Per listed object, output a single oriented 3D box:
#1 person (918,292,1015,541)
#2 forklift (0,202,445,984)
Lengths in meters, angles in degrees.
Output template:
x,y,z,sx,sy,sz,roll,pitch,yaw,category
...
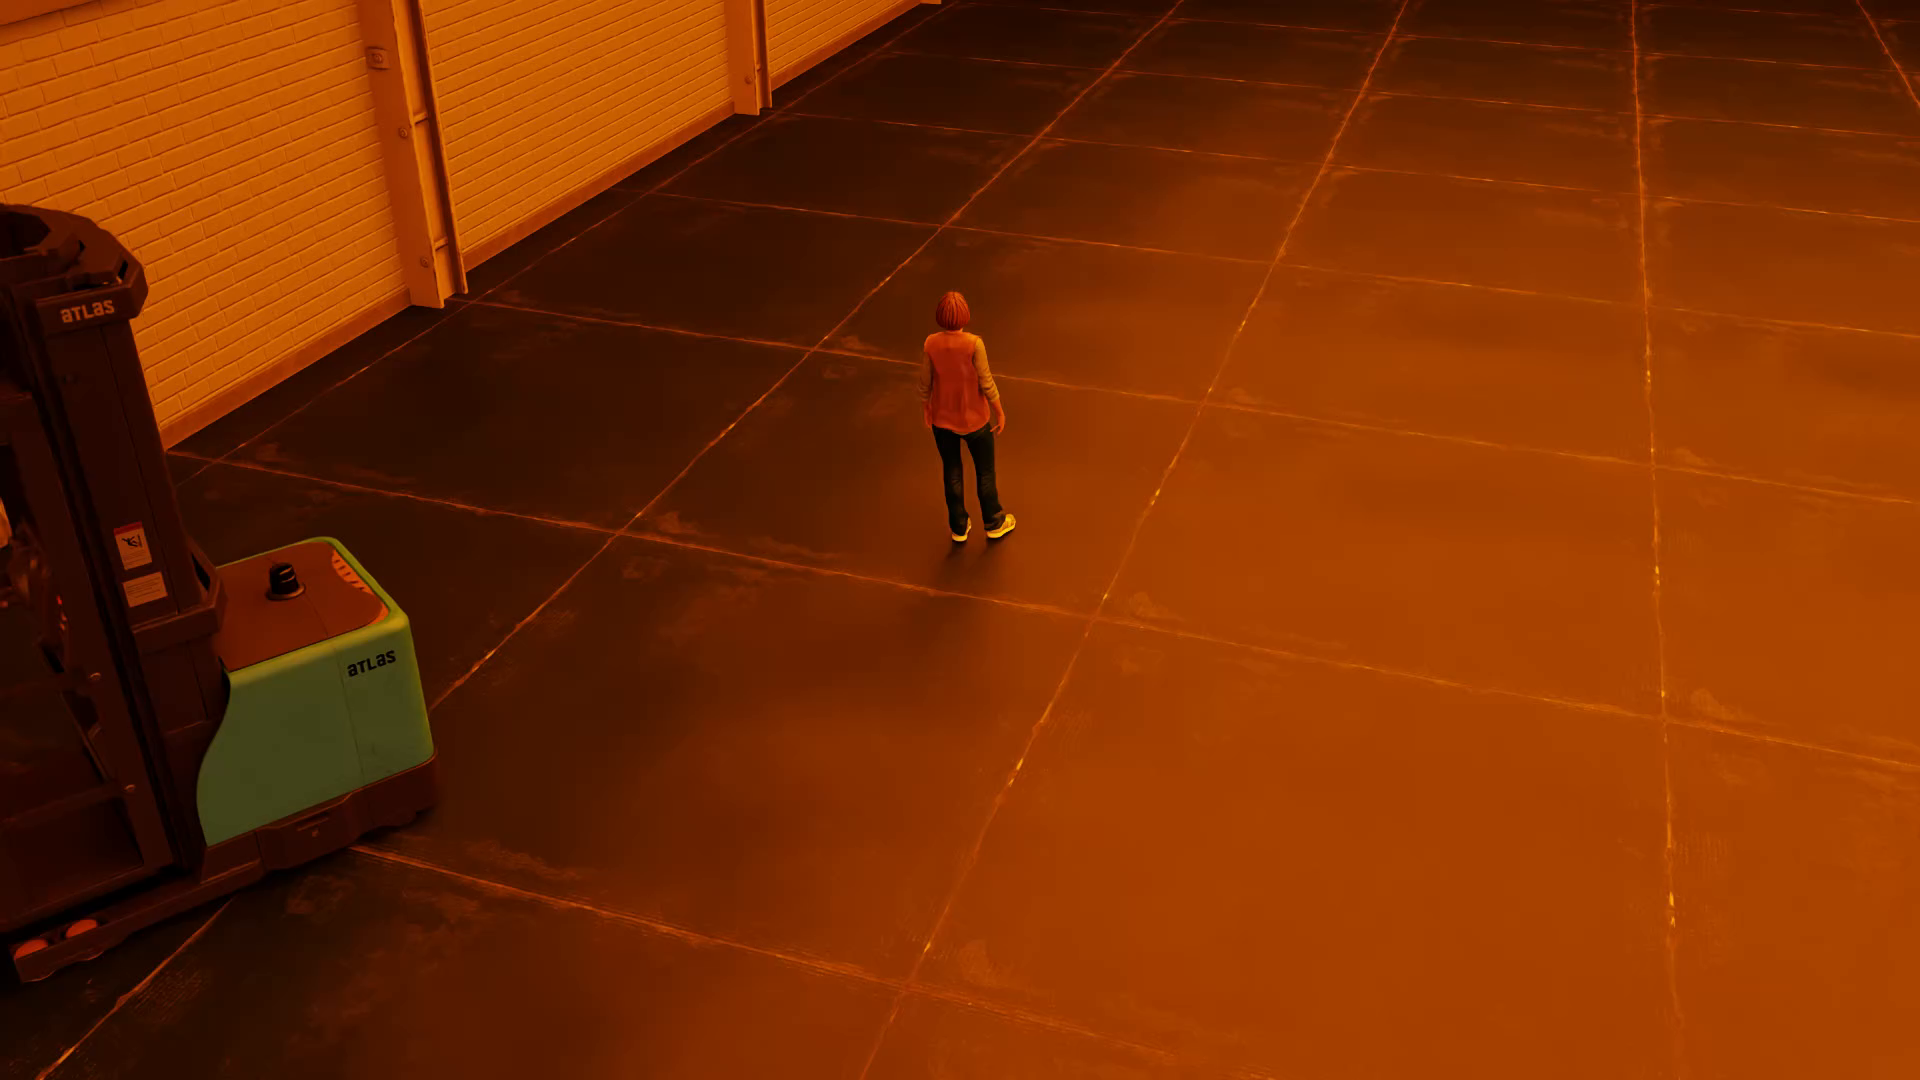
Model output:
x,y,z,sx,sy,sz,roll,pitch,yaw,category
0.037,-0.732,9.753,0.520,1.597,0.476,10,31,16,person
-3.906,0.256,6.688,3.031,2.935,1.130,-21,36,-32,forklift
